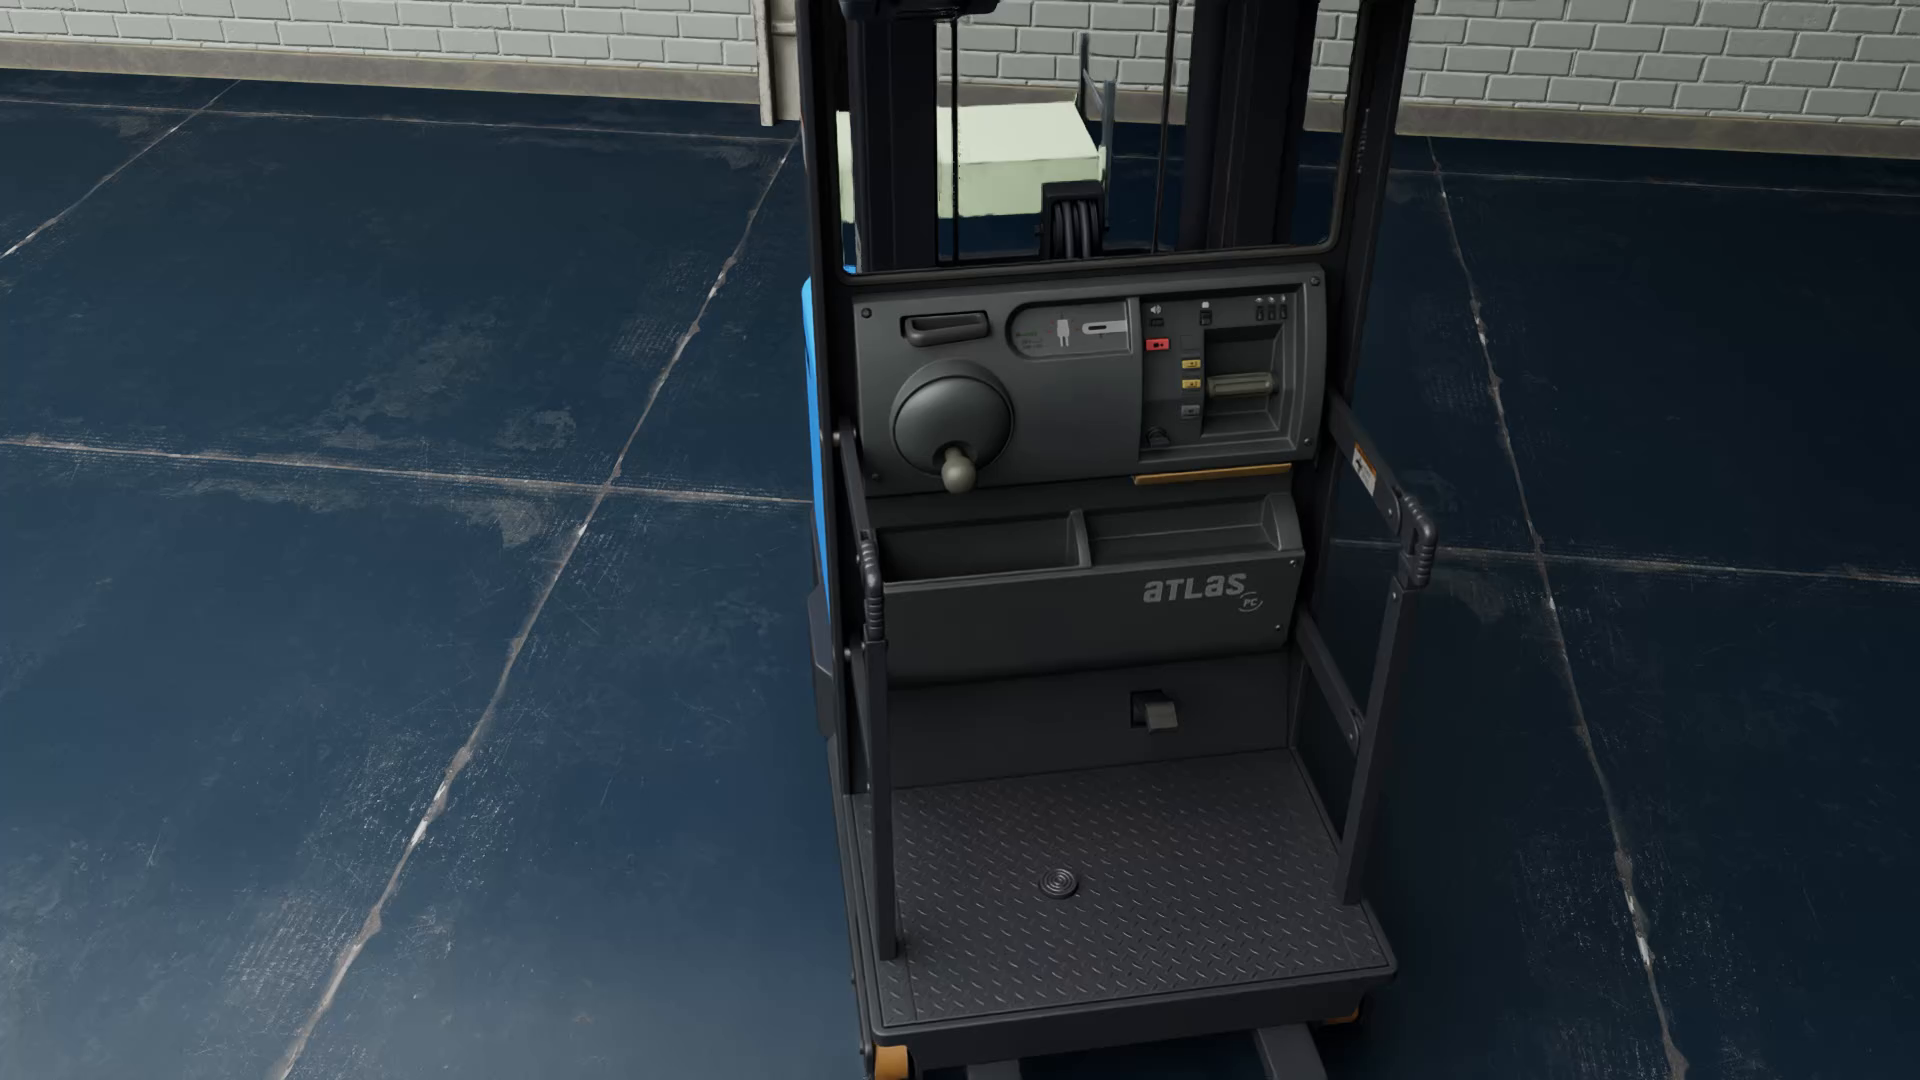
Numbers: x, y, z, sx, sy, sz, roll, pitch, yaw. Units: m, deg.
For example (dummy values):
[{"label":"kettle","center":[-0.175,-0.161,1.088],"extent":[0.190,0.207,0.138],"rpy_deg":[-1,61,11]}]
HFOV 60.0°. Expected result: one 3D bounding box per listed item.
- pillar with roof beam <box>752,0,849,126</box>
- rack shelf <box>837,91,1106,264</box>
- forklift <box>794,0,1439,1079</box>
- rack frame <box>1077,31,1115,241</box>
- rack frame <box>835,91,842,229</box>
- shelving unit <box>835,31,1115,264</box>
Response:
[{"label":"pillar with roof beam","center":[-1.297,-3.268,2.082],"extent":[0.400,9.000,9.100],"rpy_deg":[4,36,6]},{"label":"rack shelf","center":[0.008,-0.995,4.681],"extent":[0.720,0.370,0.431],"rpy_deg":[-4,36,-6]},{"label":"forklift","center":[0.296,-0.247,3.072],"extent":[1.130,2.935,3.031],"rpy_deg":[-5,36,-7]},{"label":"rack frame","center":[0.372,-0.704,4.945],"extent":[0.023,1.500,0.400],"rpy_deg":[-4,36,-6]},{"label":"rack frame","center":[-0.355,-0.651,4.872],"extent":[0.023,1.500,0.400],"rpy_deg":[-4,36,-6]},{"label":"shelving unit","center":[0.008,-0.677,4.908],"extent":[0.755,1.500,0.431],"rpy_deg":[-4,36,-6]}]
